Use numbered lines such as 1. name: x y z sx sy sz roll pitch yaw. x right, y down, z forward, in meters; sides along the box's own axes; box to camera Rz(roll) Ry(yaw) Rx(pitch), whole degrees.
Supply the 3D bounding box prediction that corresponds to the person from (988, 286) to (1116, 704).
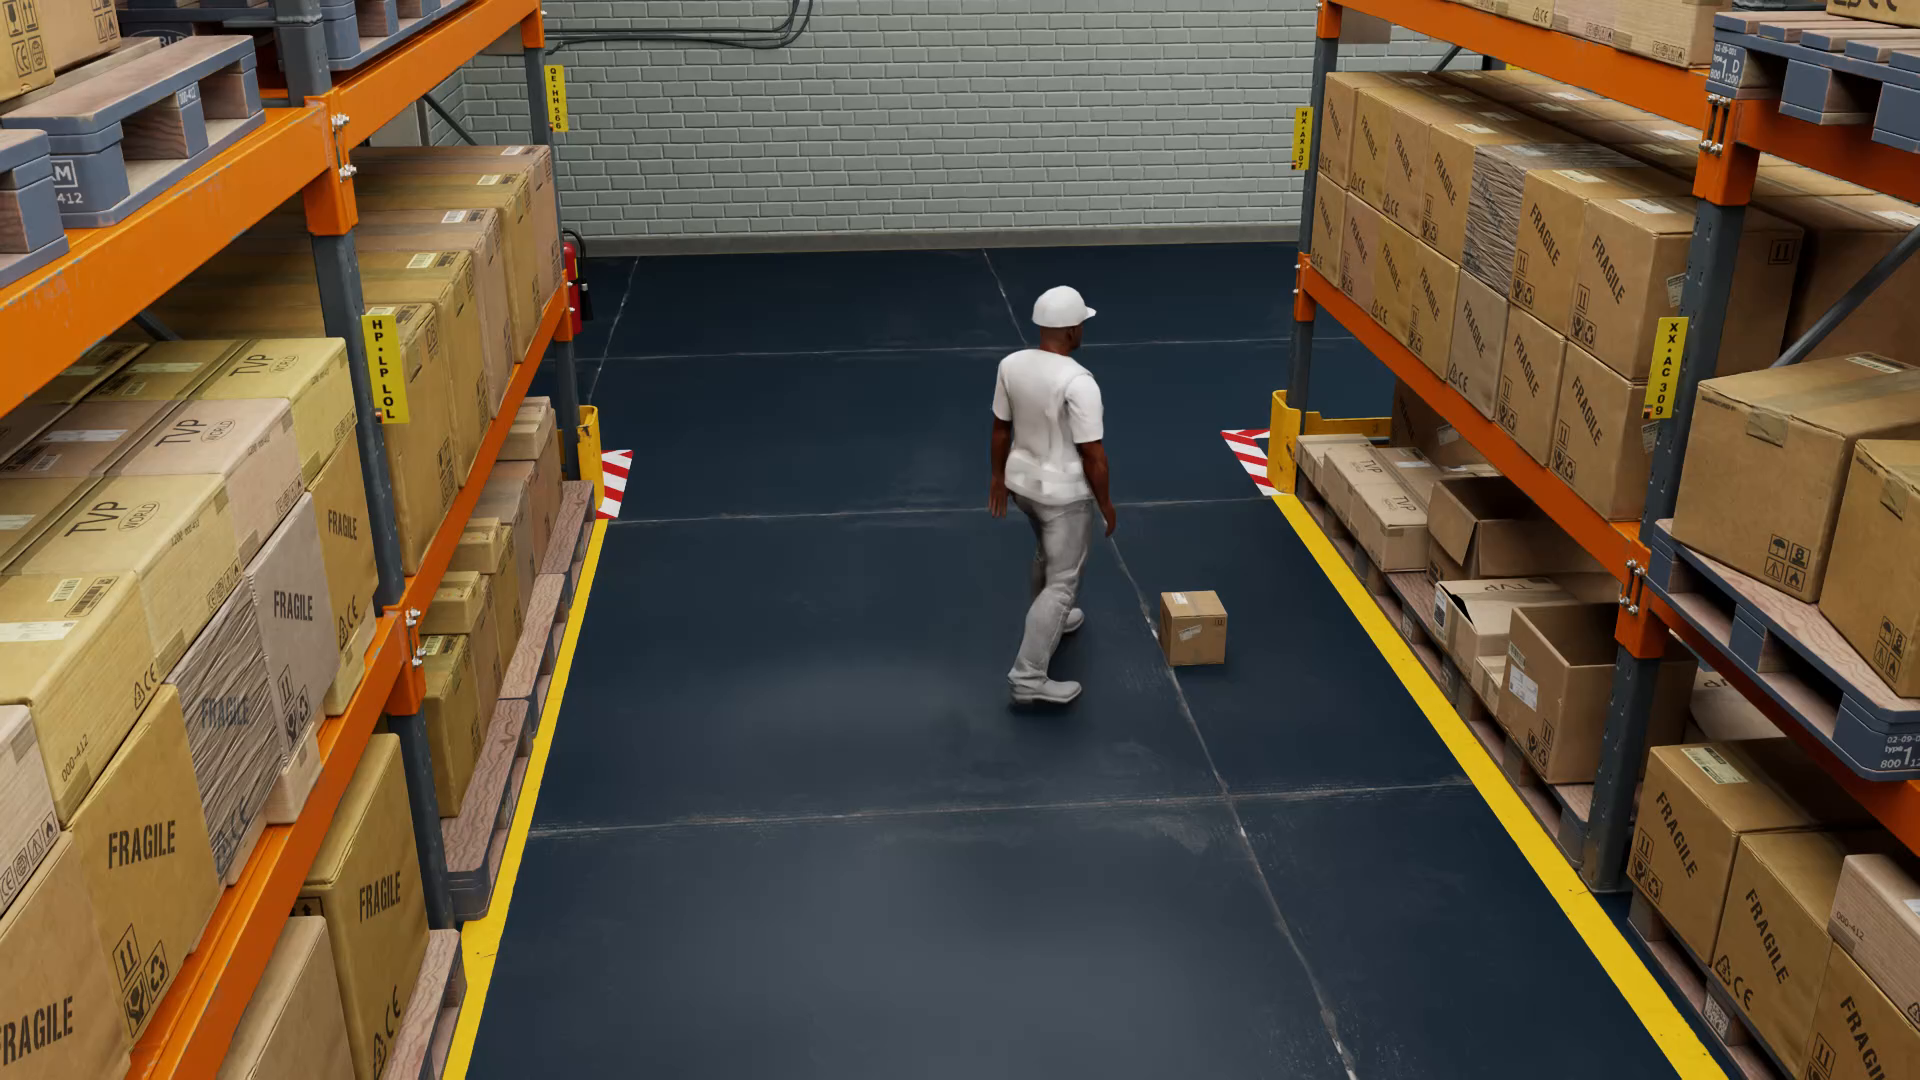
1. person: 0.419 -0.222 7.090 0.788 1.732 0.668 -17 29 -34
